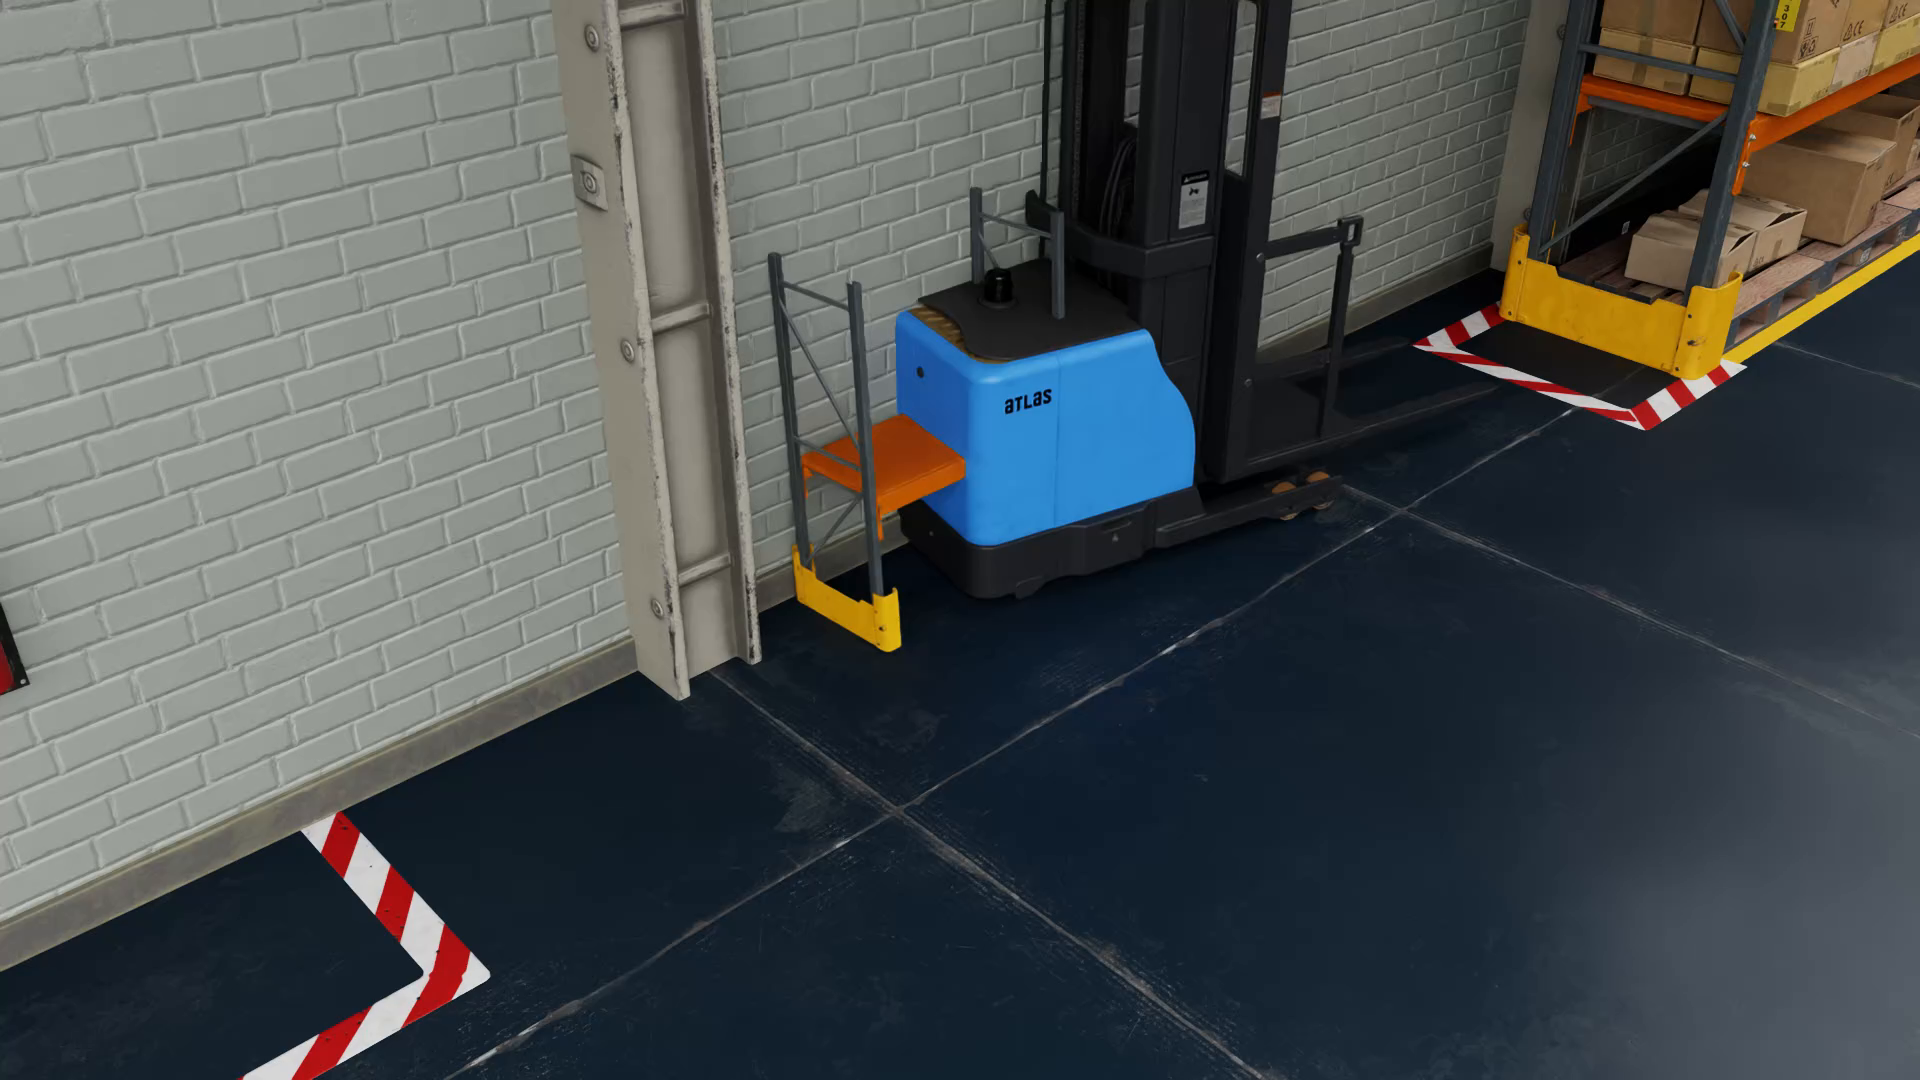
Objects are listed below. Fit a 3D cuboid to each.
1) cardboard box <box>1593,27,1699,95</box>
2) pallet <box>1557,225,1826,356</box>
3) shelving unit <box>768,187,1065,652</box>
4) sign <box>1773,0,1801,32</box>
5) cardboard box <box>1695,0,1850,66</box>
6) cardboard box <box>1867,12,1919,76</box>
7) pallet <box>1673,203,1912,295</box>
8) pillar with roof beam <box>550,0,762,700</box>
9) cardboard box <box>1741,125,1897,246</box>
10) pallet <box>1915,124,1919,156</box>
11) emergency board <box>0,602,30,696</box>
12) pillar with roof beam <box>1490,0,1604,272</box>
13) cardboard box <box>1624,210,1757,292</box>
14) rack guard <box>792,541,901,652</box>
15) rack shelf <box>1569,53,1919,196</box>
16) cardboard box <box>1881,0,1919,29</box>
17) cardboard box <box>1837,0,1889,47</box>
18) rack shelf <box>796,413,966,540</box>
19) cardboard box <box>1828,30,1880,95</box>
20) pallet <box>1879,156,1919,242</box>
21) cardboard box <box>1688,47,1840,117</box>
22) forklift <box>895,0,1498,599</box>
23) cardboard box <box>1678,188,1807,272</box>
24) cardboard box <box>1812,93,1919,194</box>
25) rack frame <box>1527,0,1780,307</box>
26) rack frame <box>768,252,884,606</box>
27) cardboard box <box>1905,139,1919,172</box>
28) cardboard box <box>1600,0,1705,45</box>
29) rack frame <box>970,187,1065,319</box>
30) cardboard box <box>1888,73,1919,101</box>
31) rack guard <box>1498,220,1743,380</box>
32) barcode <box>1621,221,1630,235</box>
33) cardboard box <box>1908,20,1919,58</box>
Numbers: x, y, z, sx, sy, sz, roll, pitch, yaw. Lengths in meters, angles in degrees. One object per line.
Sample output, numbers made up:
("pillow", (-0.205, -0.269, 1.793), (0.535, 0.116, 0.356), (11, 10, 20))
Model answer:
("cardboard box", (3.668, -2.536, 8.646), (0.500, 0.250, 0.500), (-25, 39, -35))
("pallet", (4.132, -1.463, 9.441), (1.213, 0.211, 1.003), (-26, 40, -35))
("shelving unit", (-0.117, -0.504, 6.611), (1.083, 1.500, 0.587), (-26, 37, -35))
("sign", (3.826, -2.513, 7.655), (0.005, 0.325, 0.100), (-26, 40, -35))
("cardboard box", (4.011, -2.670, 8.147), (0.500, 0.500, 0.500), (-26, 40, -35))
("cardboard box", (4.779, -2.716, 8.940), (0.500, 0.250, 0.500), (-27, 40, -36))
("pallet", (5.027, -1.894, 10.145), (1.213, 0.211, 1.003), (-26, 40, -35))
("pillar with roof beam", (1.909, -1.715, 1.429), (0.400, 9.000, 9.100), (-26, 40, -35))
("cardboard box", (5.015, -2.127, 9.827), (0.700, 0.500, 0.500), (26, 40, 36))
("pallet", (6.960, -2.857, 11.720), (1.213, 0.211, 1.003), (-26, 40, -35))
("emergency board", (-2.856, 0.060, 4.277), (0.643, 1.169, 0.194), (-26, 40, -35))
("pillar with roof beam", (6.309, -3.843, 4.909), (0.400, 9.000, 9.100), (-26, 40, -35))
("cardboard box", (4.025, -1.603, 9.152), (0.500, 0.311, 0.500), (24, 39, 34))
("rack guard", (-0.456, 0.219, 6.628), (0.087, 0.250, 0.587), (-26, 37, -35))
("rack shelf", (4.923, -2.754, 9.568), (4.000, 0.370, 1.077), (-26, 40, -35))
("cardboard box", (4.764, -3.023, 8.723), (0.500, 0.500, 0.500), (-27, 41, -37))
("cardboard box", (4.380, -2.842, 8.428), (0.500, 0.500, 0.500), (-26, 40, -35))
("rack shelf", (-0.116, -0.344, 6.694), (1.000, 0.185, 0.538), (-26, 37, -35))
("cardboard box", (4.402, -2.537, 8.649), (0.500, 0.250, 0.500), (-27, 41, -37))
("pallet", (5.922, -2.329, 10.856), (1.213, 0.211, 1.003), (-26, 40, -35))
("cardboard box", (4.031, -2.348, 8.338), (0.500, 0.250, 0.500), (-27, 41, -37))
("forklift", (1.122, -1.561, 6.993), (3.031, 2.935, 1.130), (-17, 35, -25))
("cardboard box", (4.443, -1.805, 9.482), (0.500, 0.311, 0.500), (-22, 38, -32))
("cardboard box", (5.656, -2.508, 10.451), (0.500, 0.500, 0.500), (26, 40, 35))
("rack frame", (3.457, -2.351, 8.220), (0.127, 3.000, 1.000), (-26, 40, -35))
("rack frame", (-0.495, -0.318, 6.311), (0.032, 1.500, 0.500), (-26, 37, -35))
("cardboard box", (6.018, -2.548, 10.836), (0.380, 0.166, 0.250), (23, 38, 33))
("cardboard box", (3.658, -2.864, 8.465), (0.500, 0.500, 0.500), (-26, 40, -36))
("rack frame", (0.249, -0.683, 6.900), (0.032, 1.500, 0.500), (-26, 37, -35))
("cardboard box", (6.918, -3.159, 11.515), (0.500, 0.500, 0.700), (-24, 39, -34))
("rack guard", (3.513, -1.312, 8.916), (0.348, 0.500, 1.175), (-26, 40, -35))
("barcode", (3.767, -1.766, 9.410), (0.075, 0.075, 0.001), (-26, 40, -35))
("cardboard box", (5.151, -2.894, 9.232), (0.500, 0.250, 0.500), (-25, 40, -35))
